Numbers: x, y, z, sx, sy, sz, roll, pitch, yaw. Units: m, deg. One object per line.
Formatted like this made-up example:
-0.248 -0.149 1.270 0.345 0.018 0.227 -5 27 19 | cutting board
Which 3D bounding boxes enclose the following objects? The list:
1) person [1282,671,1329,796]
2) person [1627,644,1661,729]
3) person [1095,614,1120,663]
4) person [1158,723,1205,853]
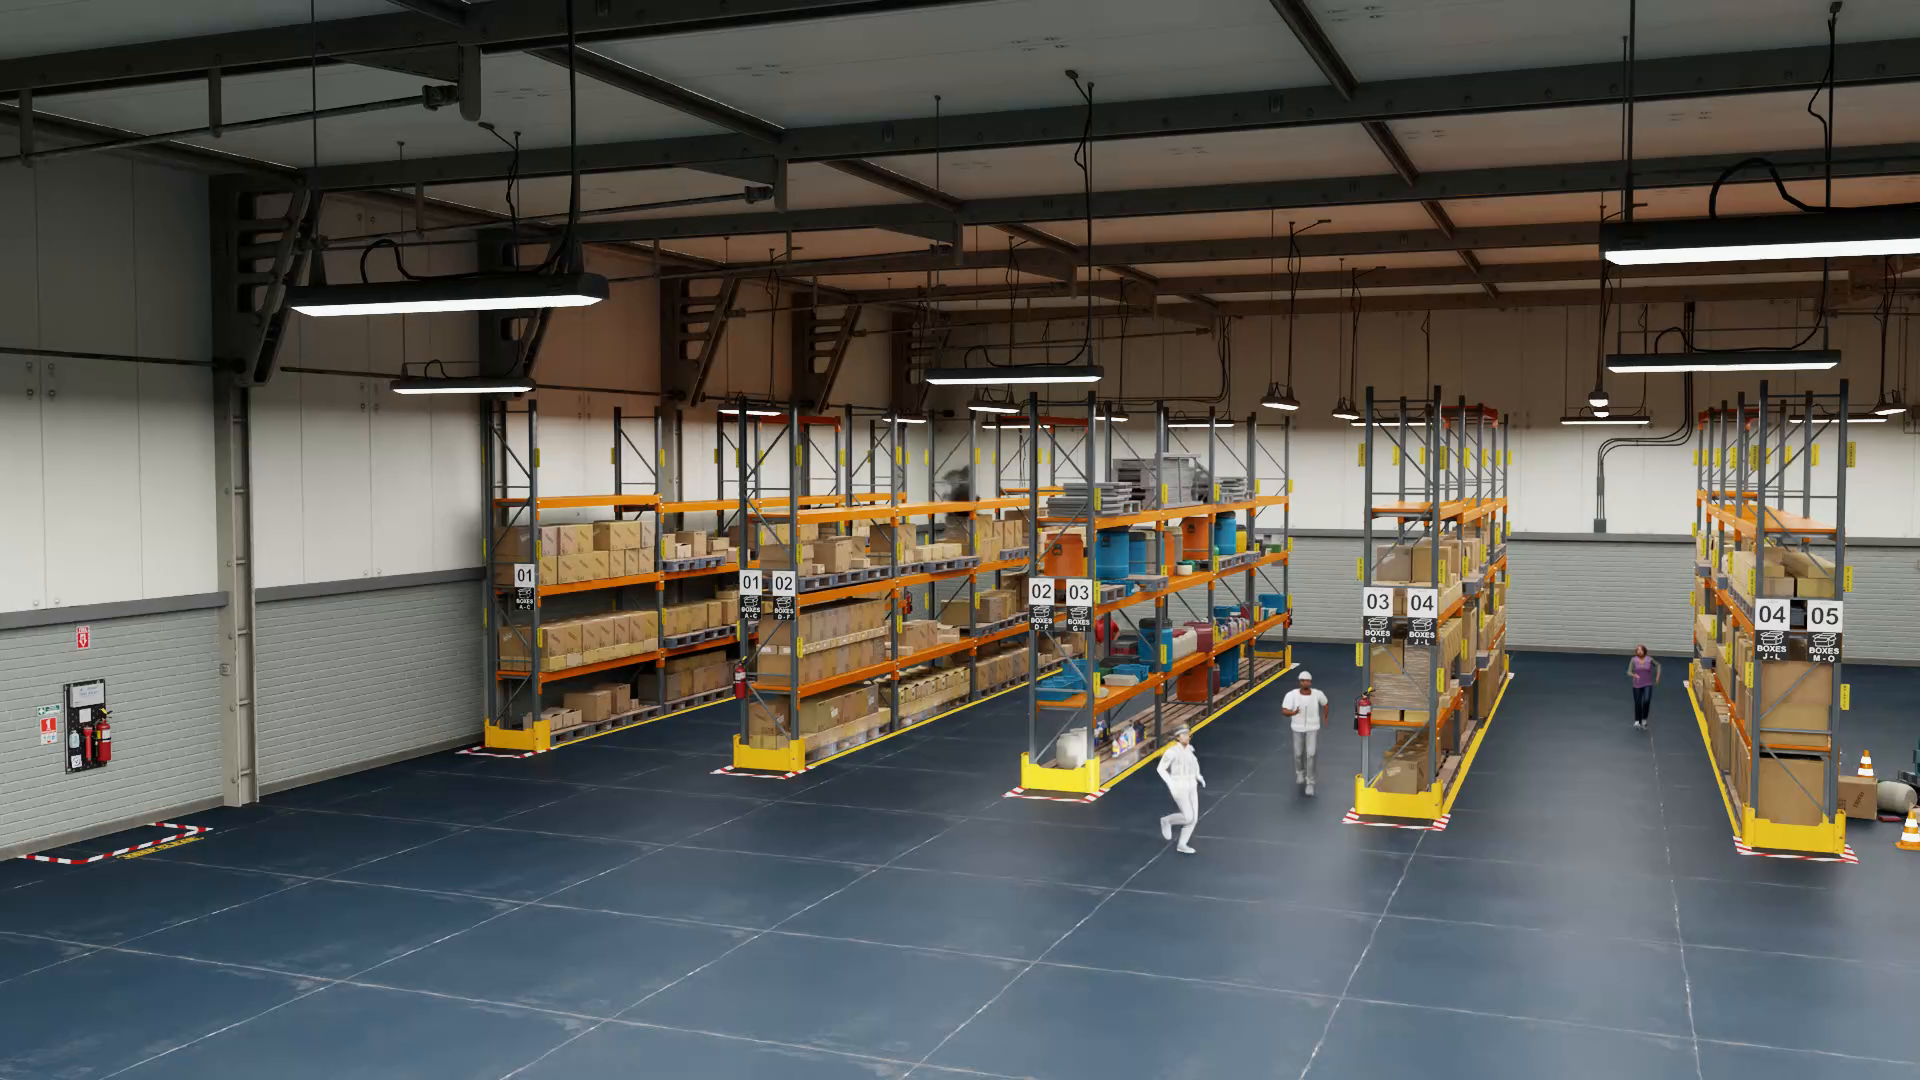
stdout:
5.182 2.868 24.976 0.683 1.802 0.883 1 3 14 | person
12.540 2.689 30.510 0.551 1.552 0.789 1 3 27 | person
3.174 2.372 36.460 0.663 1.694 0.752 0 3 5 | person
2.827 3.141 21.117 0.605 1.644 0.543 -2 3 -35 | person
